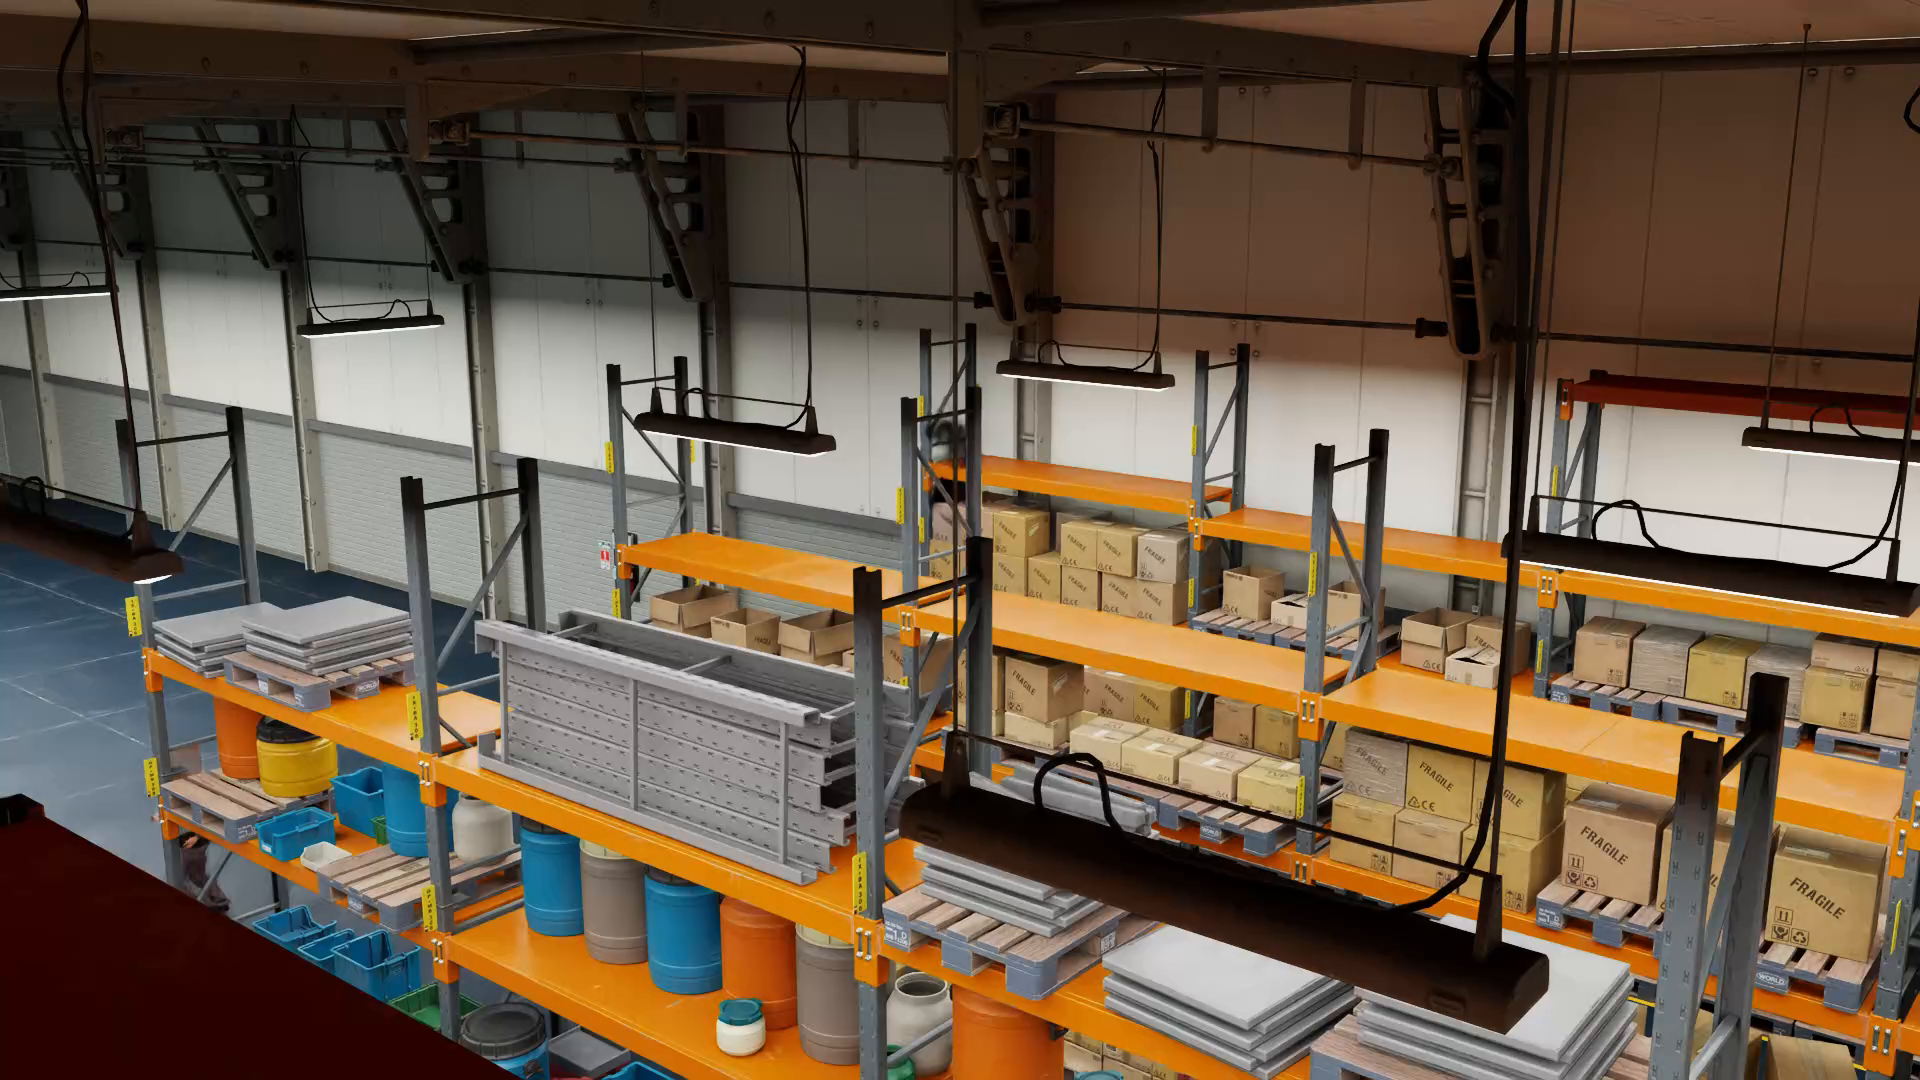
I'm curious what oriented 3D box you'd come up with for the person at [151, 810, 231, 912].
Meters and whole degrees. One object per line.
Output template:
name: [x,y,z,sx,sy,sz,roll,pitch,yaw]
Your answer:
person: [-8.254,3.300,17.805,0.687,1.752,0.638,-5,14,-21]
